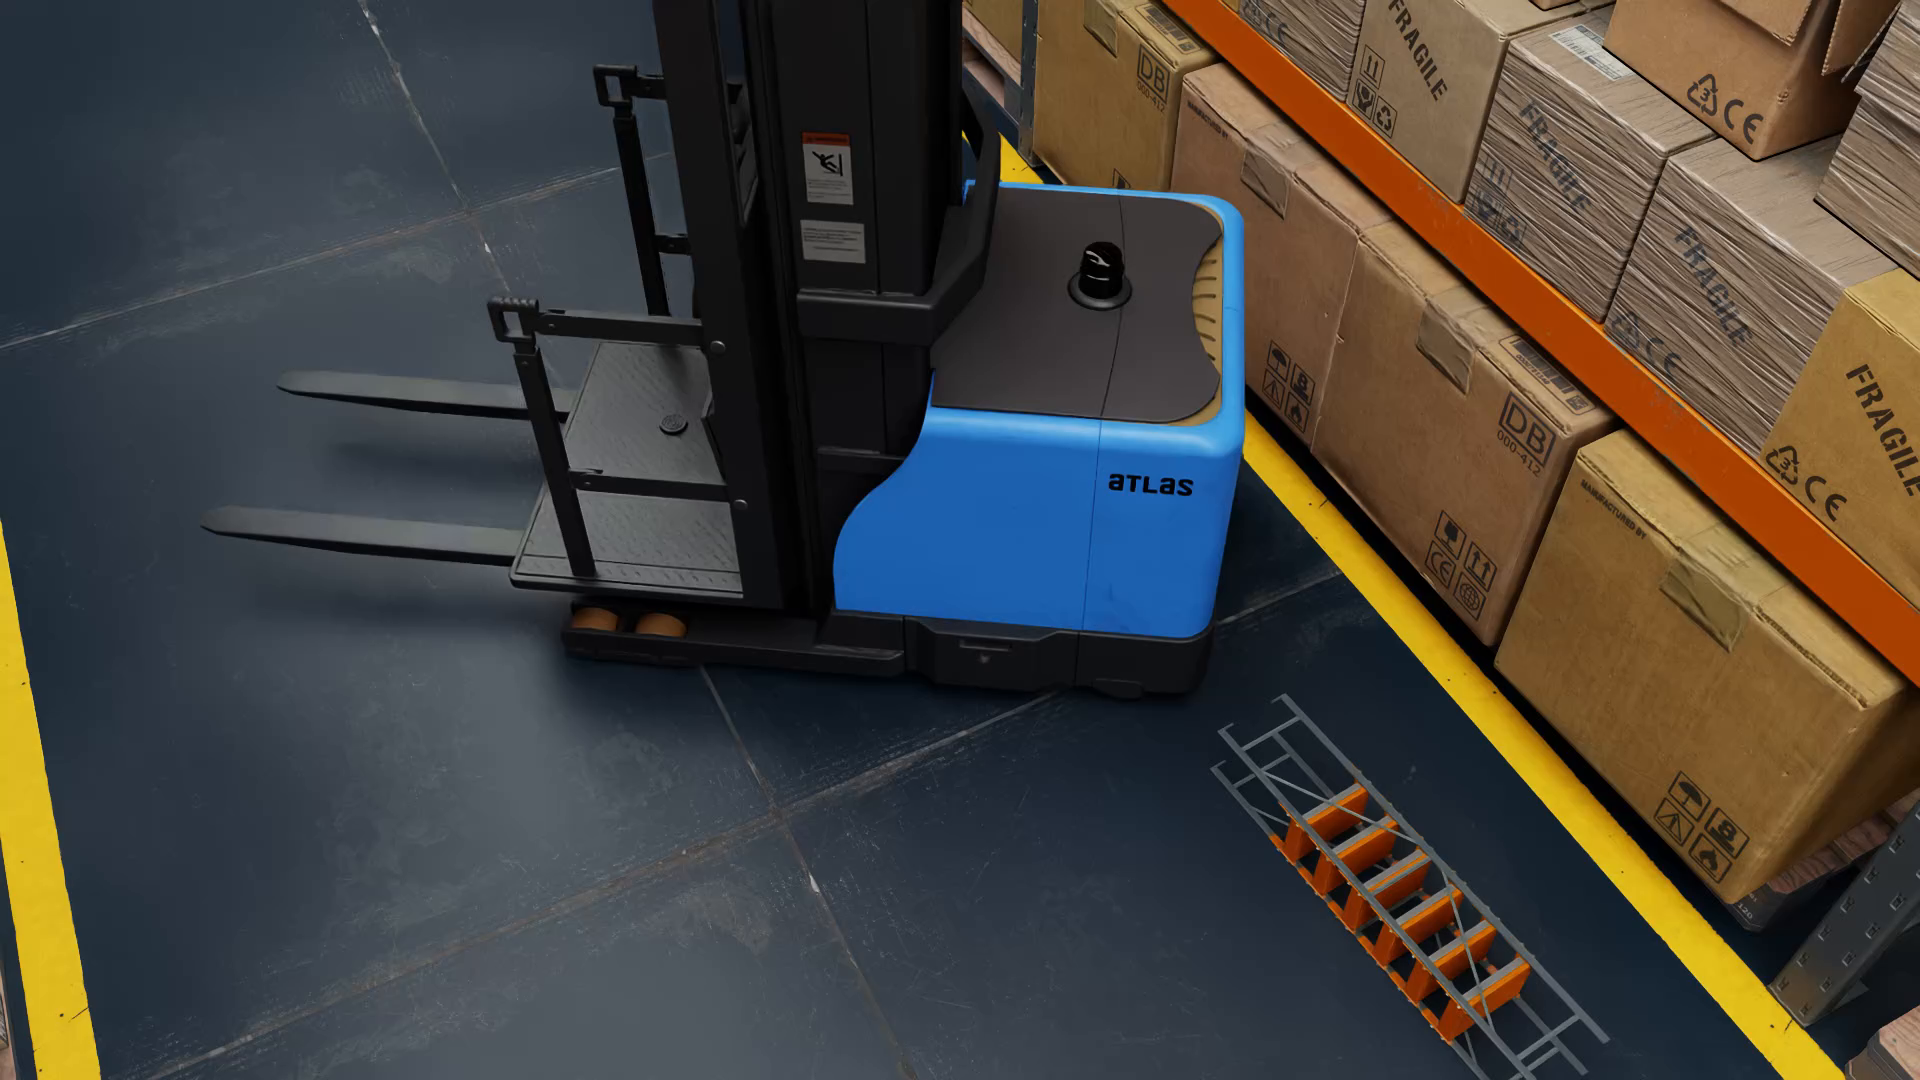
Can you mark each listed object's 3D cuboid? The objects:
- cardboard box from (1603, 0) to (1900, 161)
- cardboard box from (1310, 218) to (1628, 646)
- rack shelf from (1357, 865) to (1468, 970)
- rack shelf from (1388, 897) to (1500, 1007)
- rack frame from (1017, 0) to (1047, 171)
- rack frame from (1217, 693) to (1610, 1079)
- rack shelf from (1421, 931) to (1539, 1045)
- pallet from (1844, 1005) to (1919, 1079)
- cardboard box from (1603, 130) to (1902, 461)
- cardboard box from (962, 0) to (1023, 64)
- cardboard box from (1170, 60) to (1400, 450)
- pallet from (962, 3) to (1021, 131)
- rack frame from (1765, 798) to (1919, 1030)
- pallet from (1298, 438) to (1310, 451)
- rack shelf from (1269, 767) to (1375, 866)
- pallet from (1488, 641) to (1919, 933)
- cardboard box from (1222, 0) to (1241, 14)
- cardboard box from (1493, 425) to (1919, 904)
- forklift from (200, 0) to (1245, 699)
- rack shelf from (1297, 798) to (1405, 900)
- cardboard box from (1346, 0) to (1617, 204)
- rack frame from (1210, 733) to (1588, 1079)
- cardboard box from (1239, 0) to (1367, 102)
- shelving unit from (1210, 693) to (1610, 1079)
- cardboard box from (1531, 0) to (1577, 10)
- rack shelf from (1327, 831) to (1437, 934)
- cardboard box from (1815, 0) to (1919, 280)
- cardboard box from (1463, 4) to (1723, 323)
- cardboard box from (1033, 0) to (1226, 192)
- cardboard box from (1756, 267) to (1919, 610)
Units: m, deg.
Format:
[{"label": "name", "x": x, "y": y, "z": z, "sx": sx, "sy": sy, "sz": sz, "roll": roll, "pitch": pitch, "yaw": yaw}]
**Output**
[{"label": "cardboard box", "x": 1.915, "y": -1.267, "z": 3.633, "sx": 0.797, "sy": 0.503, "sz": 0.637, "roll": -20, "pitch": 52, "yaw": -17}, {"label": "cardboard box", "x": 1.832, "y": -0.479, "z": 4.809, "sx": 1.225, "sy": 0.875, "sz": 0.875, "roll": -21, "pitch": 52, "yaw": -17}, {"label": "rack shelf", "x": 1.166, "y": 0.965, "z": 4.277, "sx": 0.258, "sy": 0.180, "sz": 0.103, "roll": -26, "pitch": 54, "yaw": -21}, {"label": "rack shelf", "x": 1.230, "y": 1.041, "z": 4.211, "sx": 0.258, "sy": 0.180, "sz": 0.103, "roll": -26, "pitch": 54, "yaw": -21}, {"label": "rack frame", "x": 0.700, "y": -2.649, "z": 5.574, "sx": 1.000, "sy": 3.000, "sz": 0.127, "roll": -21, "pitch": 52, "yaw": -18}, {"label": "rack frame", "x": 1.125, "y": 0.857, "z": 4.251, "sx": 0.240, "sy": 0.006, "sz": 1.200, "roll": -26, "pitch": 54, "yaw": -21}, {"label": "rack shelf", "x": 1.294, "y": 1.117, "z": 4.144, "sx": 0.258, "sy": 0.180, "sz": 0.103, "roll": -26, "pitch": 54, "yaw": -21}, {"label": "pallet", "x": 2.887, "y": 1.470, "z": 3.824, "sx": 1.003, "sy": 0.211, "sz": 1.213, "roll": -21, "pitch": 52, "yaw": -18}, {"label": "cardboard box", "x": 1.861, "y": -0.586, "z": 3.703, "sx": 0.500, "sy": 0.500, "sz": 0.500, "roll": -22, "pitch": 52, "yaw": -18}, {"label": "cardboard box", "x": 0.469, "y": -2.557, "z": 6.626, "sx": 0.875, "sy": 0.875, "sz": 0.875, "roll": -21, "pitch": 52, "yaw": -18}, {"label": "cardboard box", "x": 1.420, "y": -1.069, "z": 5.325, "sx": 1.225, "sy": 0.875, "sz": 0.875, "roll": -23, "pitch": 53, "yaw": -19}, {"label": "pallet", "x": 0.422, "y": -2.267, "z": 7.093, "sx": 1.003, "sy": 0.211, "sz": 1.213, "roll": -21, "pitch": 52, "yaw": -18}, {"label": "rack frame", "x": 2.531, "y": 0.028, "z": 3.233, "sx": 1.000, "sy": 3.000, "sz": 0.127, "roll": -21, "pitch": 52, "yaw": -18}, {"label": "pallet", "x": 1.683, "y": -0.423, "z": 5.480, "sx": 1.003, "sy": 0.211, "sz": 1.213, "roll": -21, "pitch": 52, "yaw": -18}, {"label": "rack shelf", "x": 0.973, "y": 0.736, "z": 4.478, "sx": 0.258, "sy": 0.180, "sz": 0.103, "roll": -26, "pitch": 54, "yaw": -21}, {"label": "pallet", "x": 2.237, "y": 0.392, "z": 4.767, "sx": 1.003, "sy": 0.211, "sz": 1.213, "roll": -21, "pitch": 52, "yaw": -18}, {"label": "cardboard box", "x": 0.919, "y": -1.952, "z": 4.898, "sx": 0.500, "sy": 0.500, "sz": 0.500, "roll": -21, "pitch": 52, "yaw": -17}, {"label": "cardboard box", "x": 2.233, "y": 0.120, "z": 4.285, "sx": 1.225, "sy": 0.875, "sz": 0.875, "roll": -23, "pitch": 53, "yaw": -19}, {"label": "forklift", "x": -0.743, "y": -0.986, "z": 4.165, "sx": 3.031, "sy": 2.935, "sz": 1.130, "roll": 5, "pitch": 49, "yaw": 4}, {"label": "rack shelf", "x": 1.037, "y": 0.812, "z": 4.411, "sx": 0.258, "sy": 0.180, "sz": 0.103, "roll": -26, "pitch": 54, "yaw": -21}, {"label": "cardboard box", "x": 1.389, "y": -1.273, "z": 4.304, "sx": 0.500, "sy": 0.500, "sz": 0.500, "roll": -20, "pitch": 52, "yaw": -17}, {"label": "rack frame", "x": 1.125, "y": 0.977, "z": 4.388, "sx": 0.240, "sy": 0.006, "sz": 1.200, "roll": -26, "pitch": 54, "yaw": -21}, {"label": "cardboard box", "x": 1.148, "y": -1.617, "z": 4.605, "sx": 0.500, "sy": 0.500, "sz": 0.500, "roll": -22, "pitch": 52, "yaw": -18}, {"label": "shelving unit", "x": 1.125, "y": 0.917, "z": 4.319, "sx": 0.258, "sy": 0.189, "sz": 1.200, "roll": -26, "pitch": 54, "yaw": -21}, {"label": "cardboard box", "x": 1.602, "y": -1.714, "z": 4.023, "sx": 0.797, "sy": 0.503, "sz": 0.637, "roll": -20, "pitch": 52, "yaw": -16}, {"label": "rack shelf", "x": 1.101, "y": 0.889, "z": 4.344, "sx": 0.258, "sy": 0.180, "sz": 0.103, "roll": -26, "pitch": 54, "yaw": -21}, {"label": "cardboard box", "x": 2.210, "y": -0.830, "z": 3.250, "sx": 0.797, "sy": 0.503, "sz": 0.637, "roll": -20, "pitch": 52, "yaw": -16}, {"label": "cardboard box", "x": 1.621, "y": -0.932, "z": 4.006, "sx": 0.500, "sy": 0.500, "sz": 0.500, "roll": -23, "pitch": 53, "yaw": -19}, {"label": "cardboard box", "x": 1.011, "y": -1.666, "z": 5.847, "sx": 1.225, "sy": 0.875, "sz": 0.875, "roll": -21, "pitch": 52, "yaw": -17}, {"label": "cardboard box", "x": 2.084, "y": -0.250, "z": 3.409, "sx": 0.500, "sy": 0.500, "sz": 0.500, "roll": -20, "pitch": 52, "yaw": -16}]
